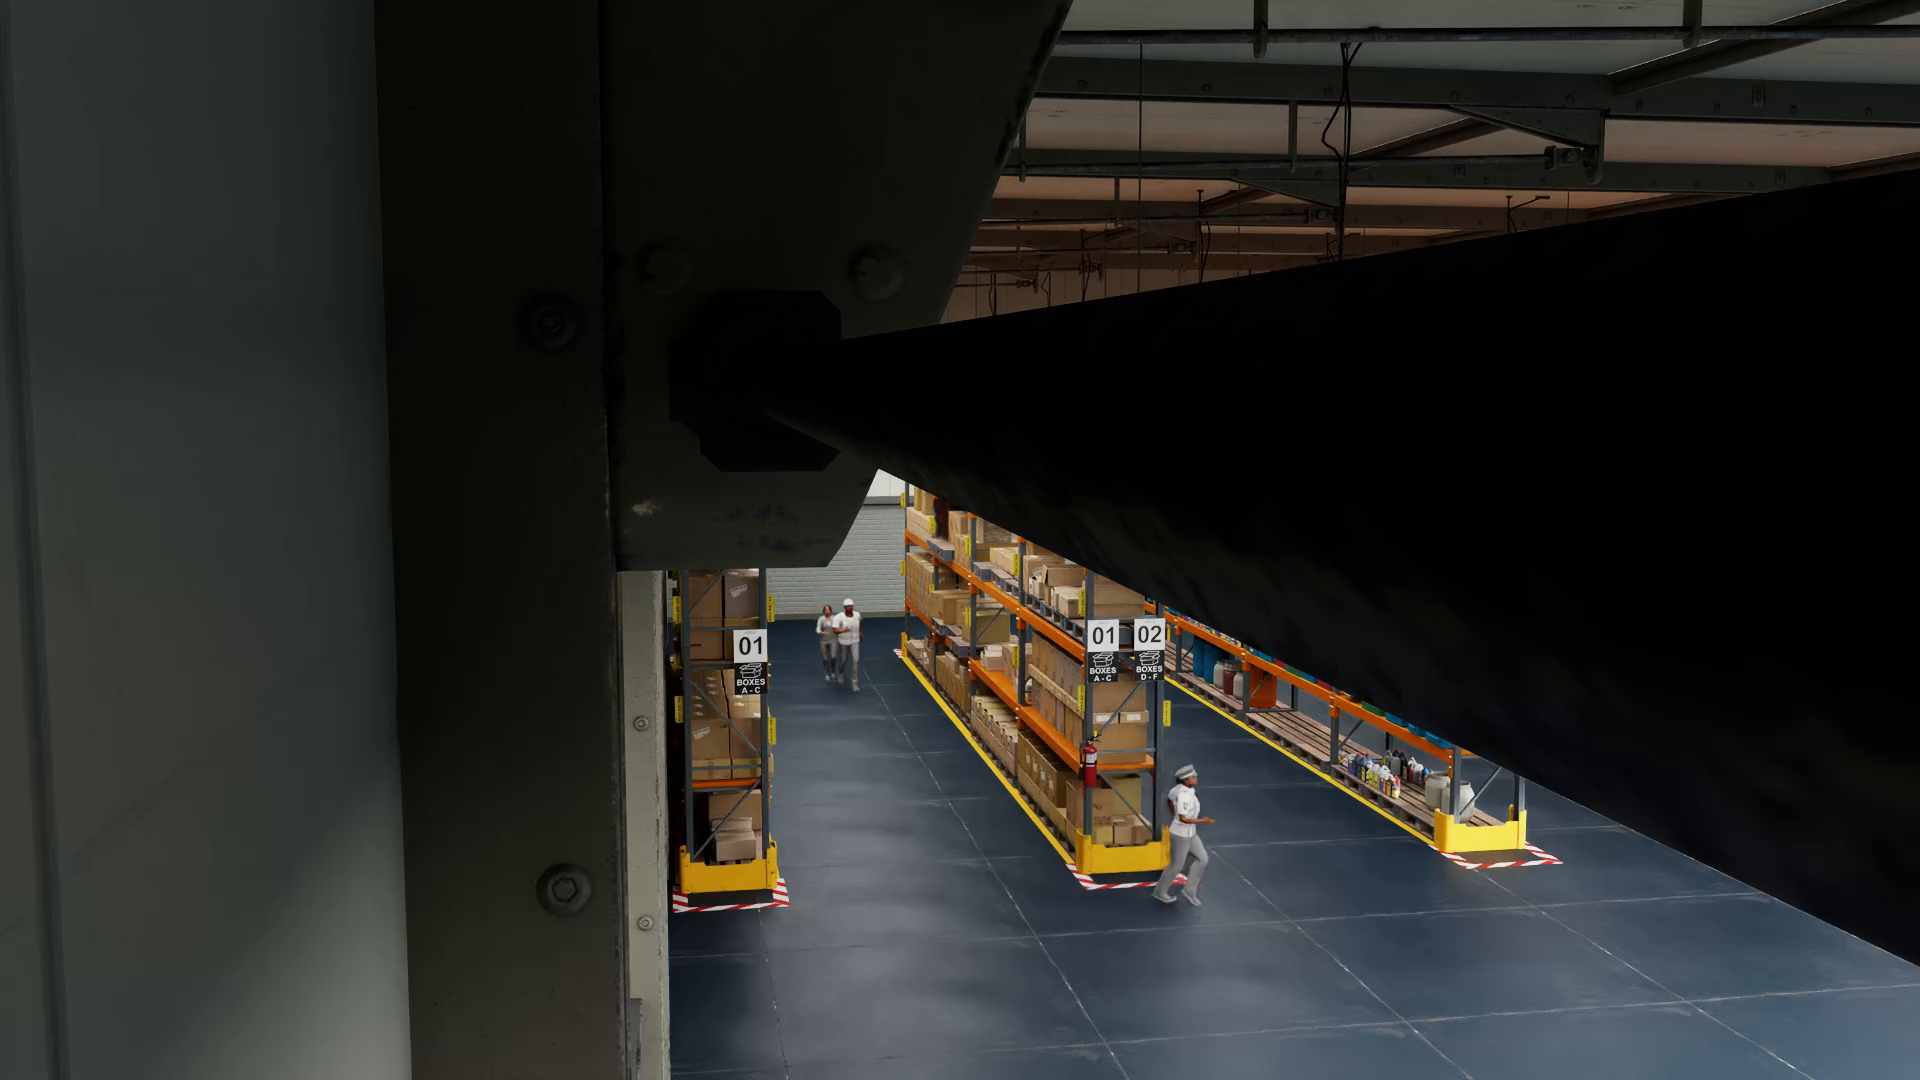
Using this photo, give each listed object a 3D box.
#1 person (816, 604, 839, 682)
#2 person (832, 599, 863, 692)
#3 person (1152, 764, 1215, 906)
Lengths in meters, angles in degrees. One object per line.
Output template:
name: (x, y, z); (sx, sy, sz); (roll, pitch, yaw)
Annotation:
person: (-2.630, 2.072, 33.379); (0.511, 1.570, 0.636); (-1, 6, -5)
person: (-2.206, 2.030, 32.732); (0.688, 1.781, 0.950); (-2, 6, -21)
person: (2.634, 3.486, 19.524); (0.734, 1.746, 0.567); (2, 6, 18)
